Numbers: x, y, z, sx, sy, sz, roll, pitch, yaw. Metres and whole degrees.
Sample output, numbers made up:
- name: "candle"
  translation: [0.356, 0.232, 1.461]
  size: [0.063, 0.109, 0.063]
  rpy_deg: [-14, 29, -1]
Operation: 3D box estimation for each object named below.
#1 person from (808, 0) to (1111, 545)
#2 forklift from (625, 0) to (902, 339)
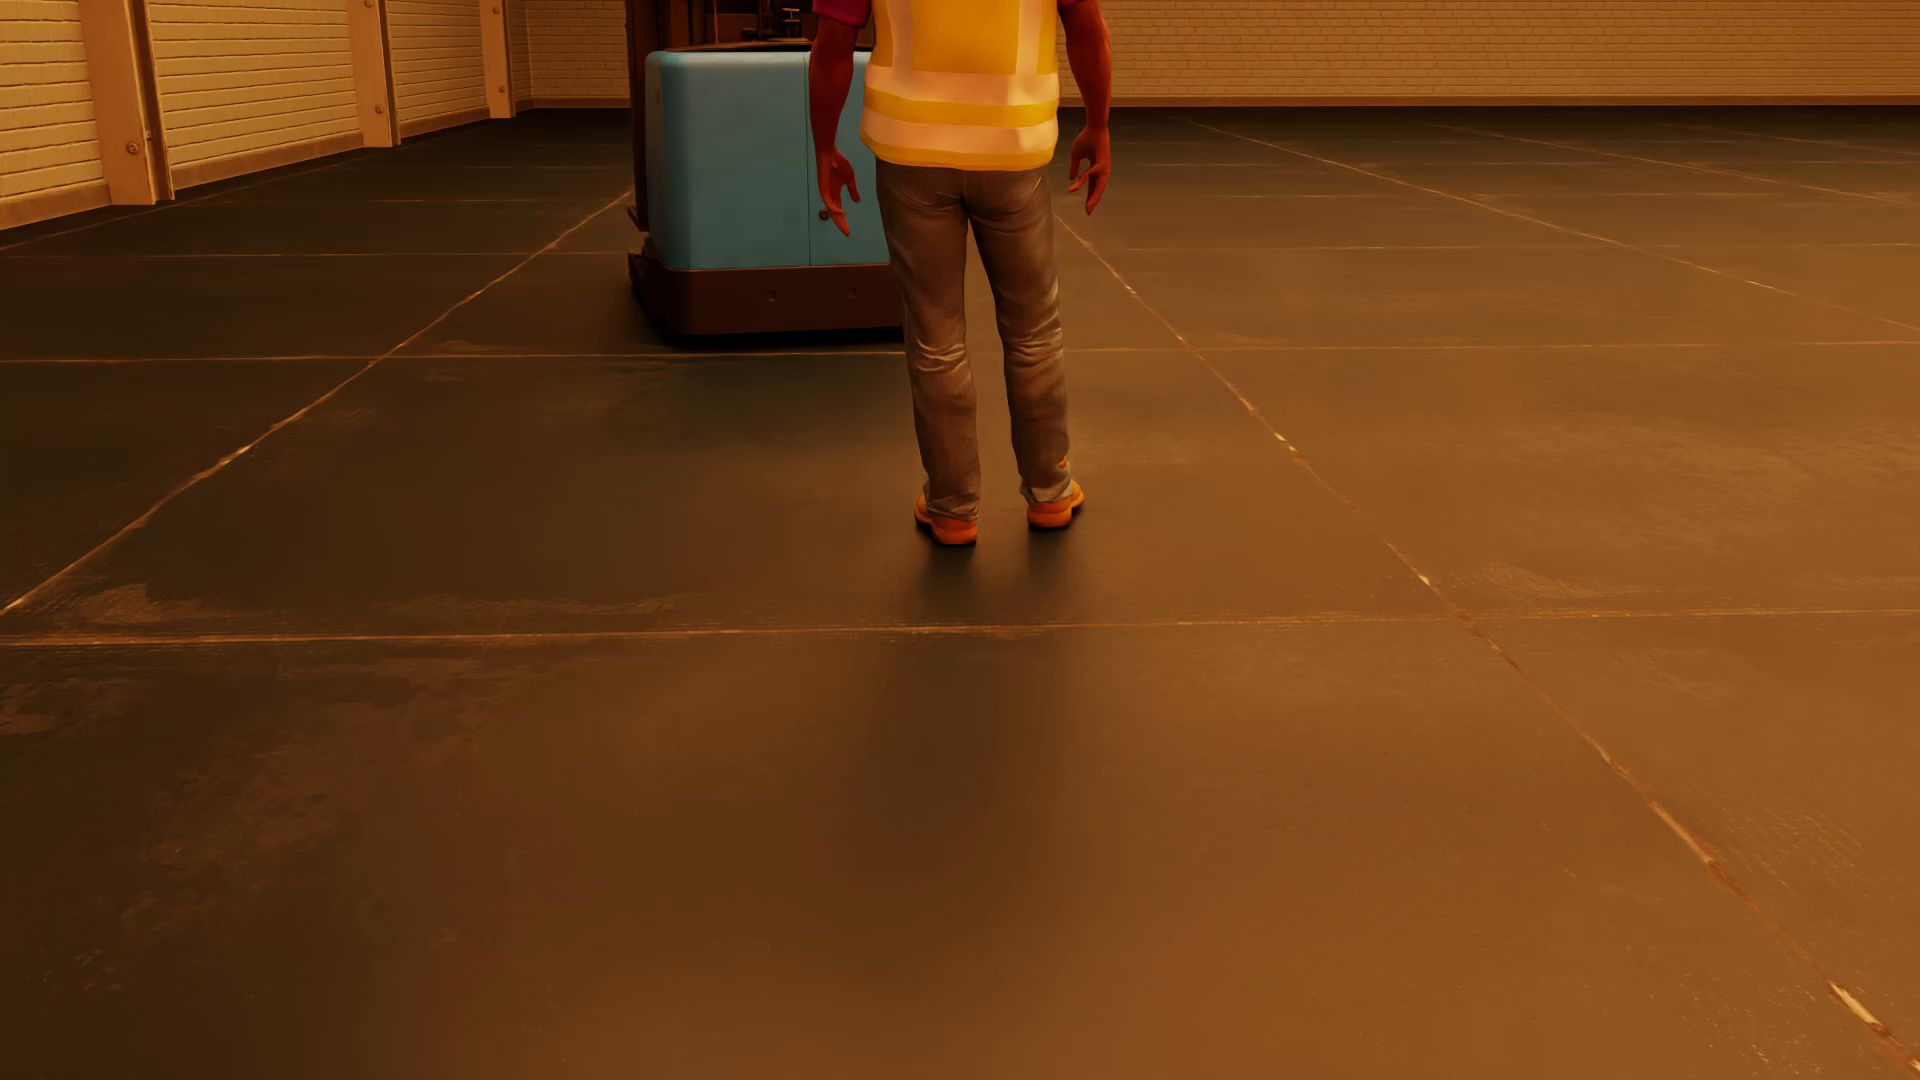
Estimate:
- name: "person"
  translation: [0.002, -0.872, 3.725]
  size: [0.665, 1.768, 0.575]
  rpy_deg: [-1, 17, -3]
- name: "forklift"
  translation: [-0.931, -2.548, 7.236]
  size: [1.130, 2.935, 3.031]
  rpy_deg: [-4, 18, -14]
